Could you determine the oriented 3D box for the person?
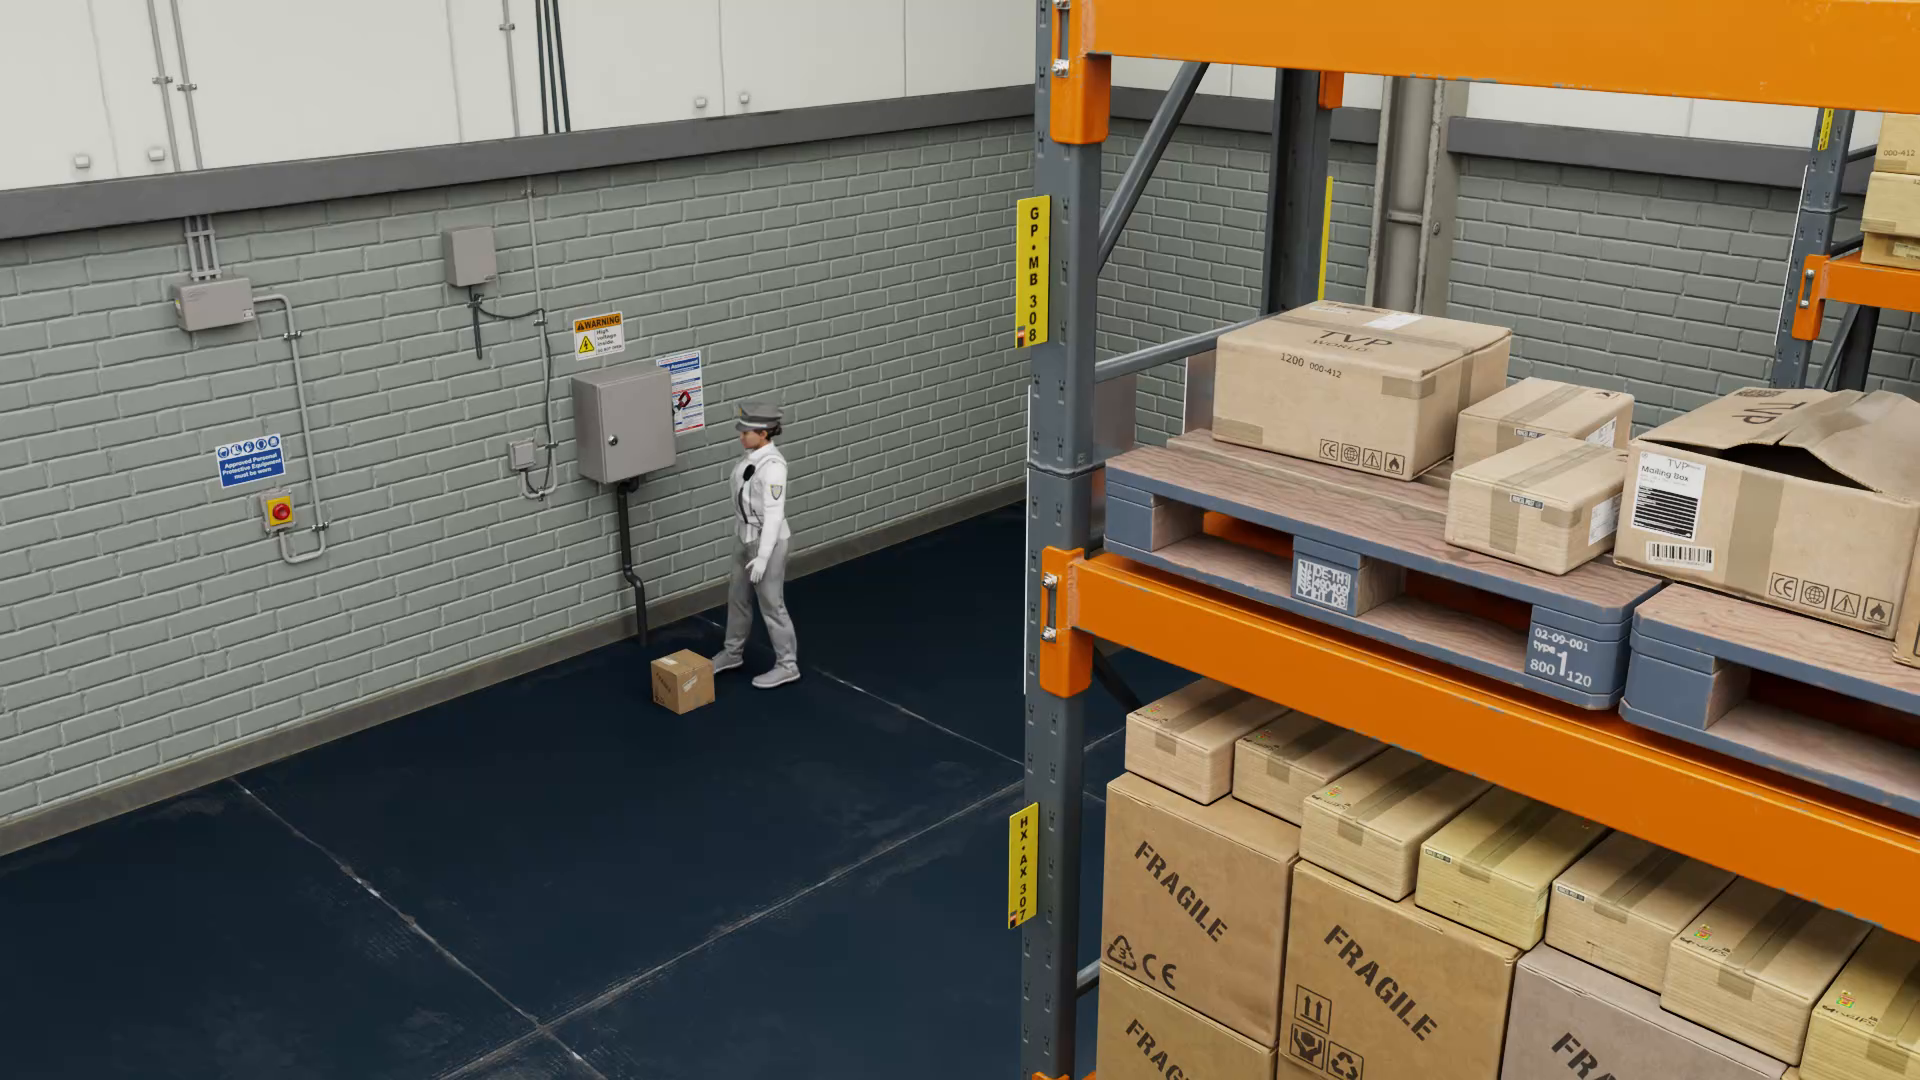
[{"bbox_3d":[-1.230,0.142,9.479,0.543,1.445,0.530,-9,22,-22],"label":"person"}]
